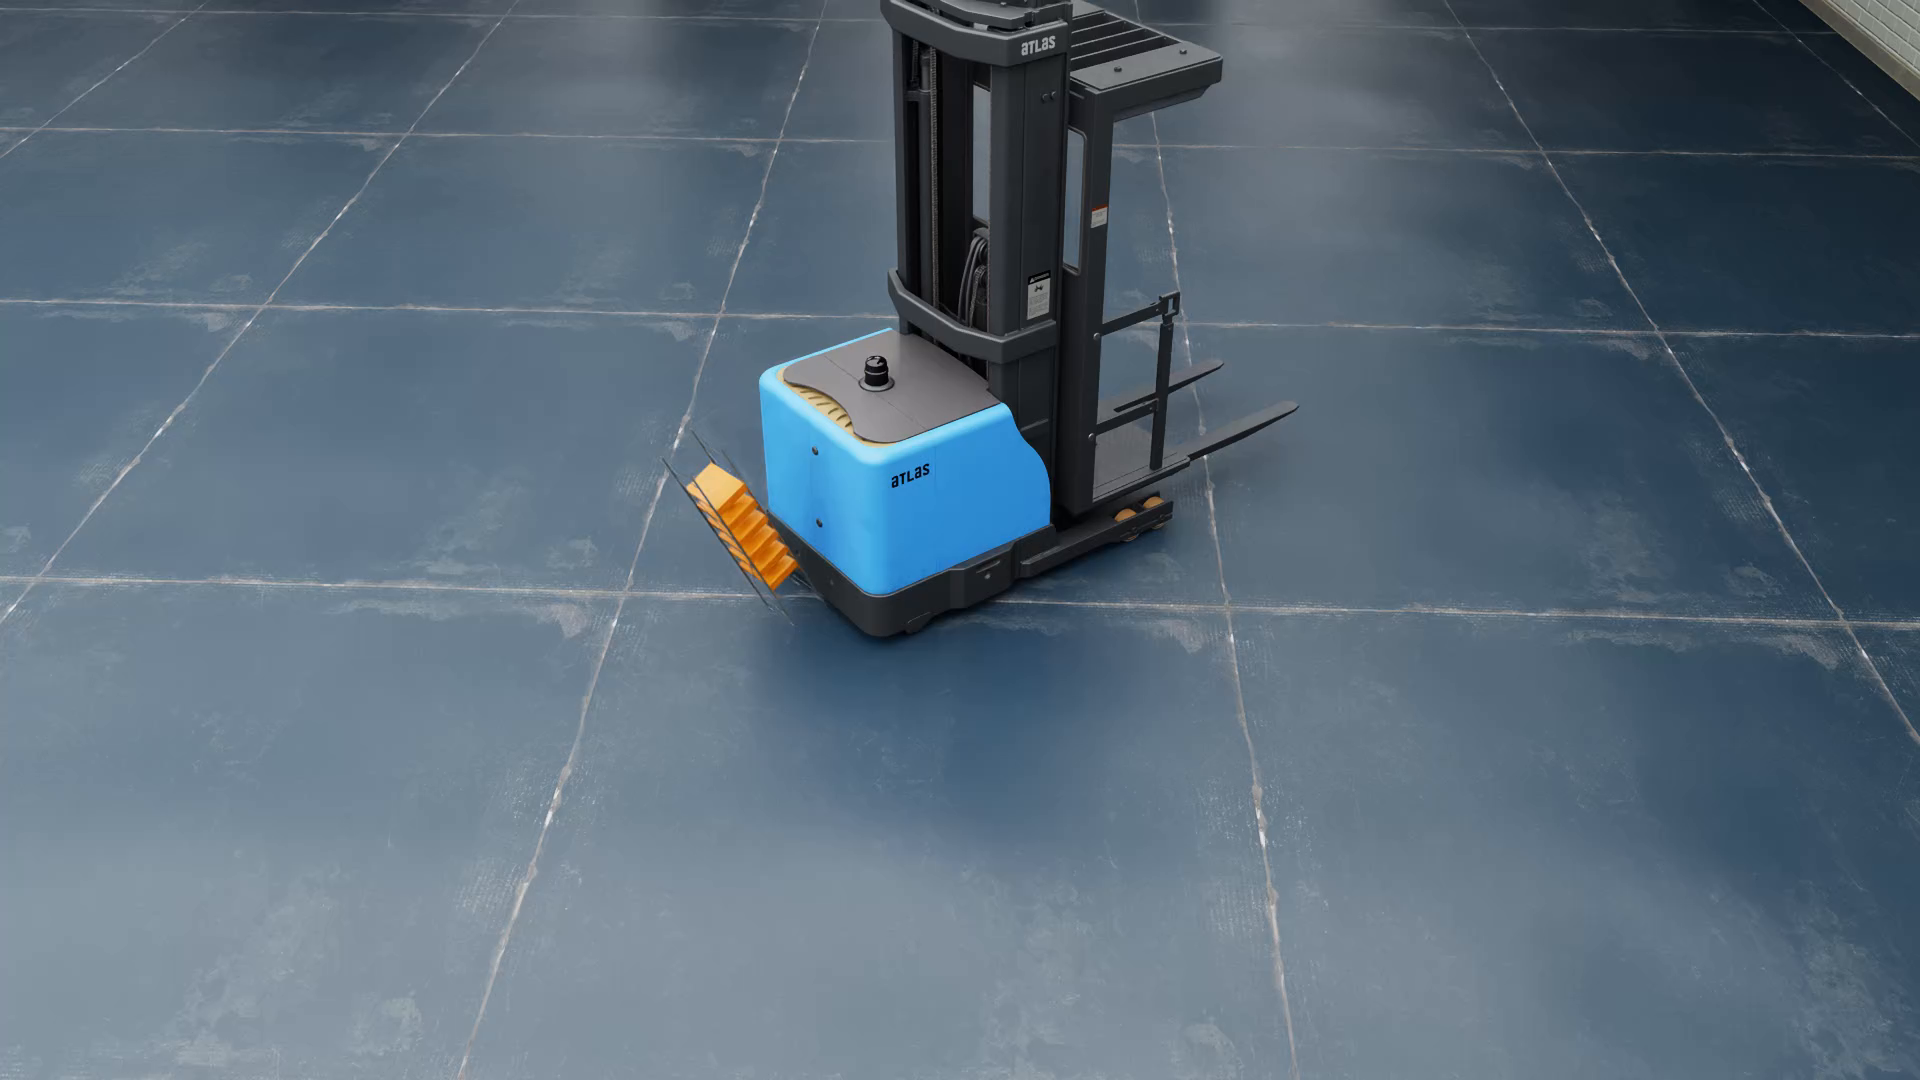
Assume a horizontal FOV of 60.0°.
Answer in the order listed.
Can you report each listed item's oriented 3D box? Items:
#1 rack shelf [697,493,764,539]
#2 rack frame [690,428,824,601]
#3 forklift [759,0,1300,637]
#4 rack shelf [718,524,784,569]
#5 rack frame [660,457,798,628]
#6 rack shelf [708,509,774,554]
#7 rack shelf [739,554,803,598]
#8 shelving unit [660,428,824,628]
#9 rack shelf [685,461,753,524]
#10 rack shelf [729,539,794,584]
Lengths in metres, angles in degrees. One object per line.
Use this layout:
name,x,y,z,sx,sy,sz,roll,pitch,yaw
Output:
rack shelf,-1.052,-0.147,7.577,0.258,0.103,0.180,31,70,36
rack frame,-0.933,-0.098,7.750,0.240,1.200,0.006,31,70,36
forklift,0.505,-1.414,8.159,3.031,2.935,1.130,-23,41,-29
rack shelf,-0.979,-0.008,7.759,0.258,0.103,0.180,31,70,36
rack frame,-1.053,0.031,7.700,0.240,1.200,0.006,31,70,36
rack shelf,-1.016,-0.077,7.668,0.258,0.103,0.180,31,70,36
rack shelf,-0.907,0.131,7.941,0.258,0.103,0.180,31,70,36
shelving unit,-0.993,-0.034,7.725,0.258,1.200,0.189,31,70,36
rack shelf,-1.088,-0.216,7.486,0.258,0.103,0.180,31,70,36
rack shelf,-0.943,0.061,7.850,0.258,0.103,0.180,31,70,36
